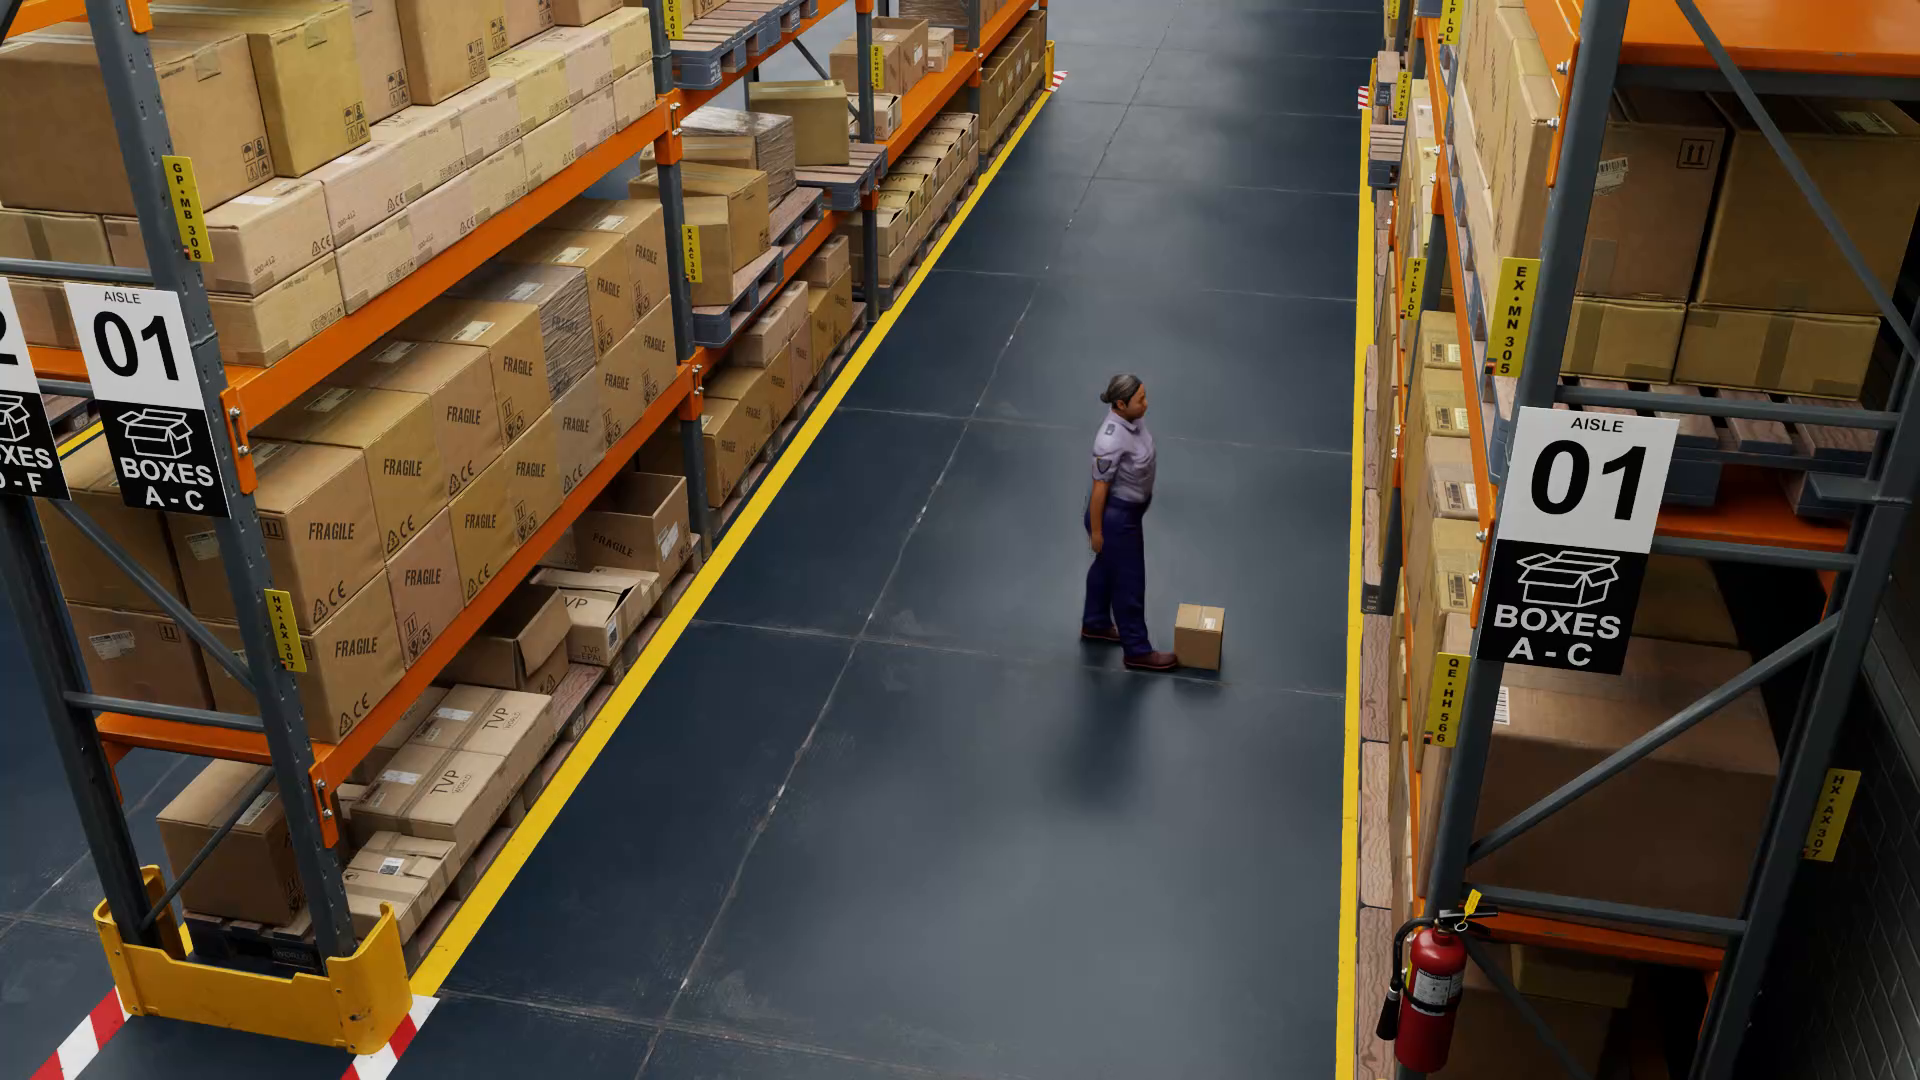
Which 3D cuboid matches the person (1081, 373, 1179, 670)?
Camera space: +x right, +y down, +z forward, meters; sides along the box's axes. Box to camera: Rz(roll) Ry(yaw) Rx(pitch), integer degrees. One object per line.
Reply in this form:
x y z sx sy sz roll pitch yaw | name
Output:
0.945 -0.126 8.844 0.569 1.642 0.480 6 30 11 | person
